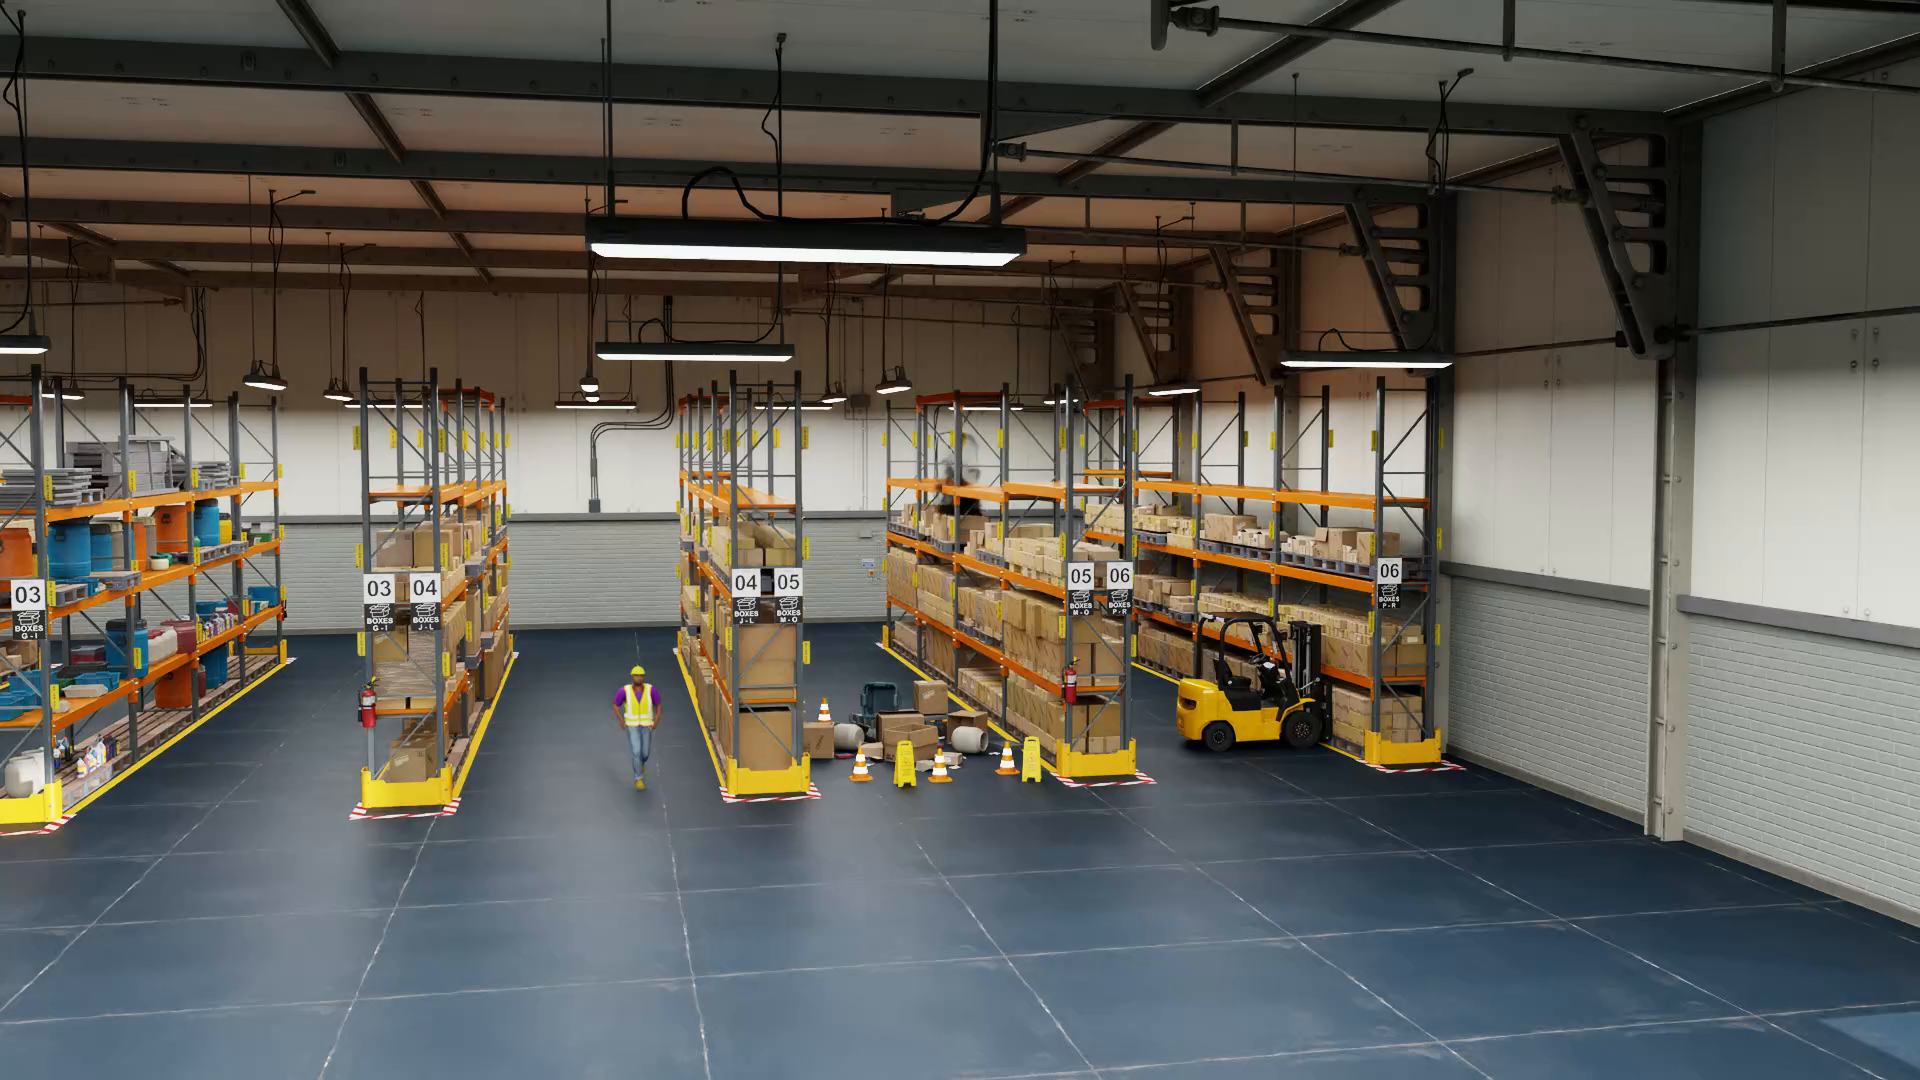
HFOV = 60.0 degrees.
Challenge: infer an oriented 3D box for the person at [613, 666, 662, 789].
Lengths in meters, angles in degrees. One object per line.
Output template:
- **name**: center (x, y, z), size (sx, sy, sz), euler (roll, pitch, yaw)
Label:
- **person**: center (-4.697, 2.703, 24.250), size (0.706, 1.754, 0.782), euler (-1, 4, -18)
